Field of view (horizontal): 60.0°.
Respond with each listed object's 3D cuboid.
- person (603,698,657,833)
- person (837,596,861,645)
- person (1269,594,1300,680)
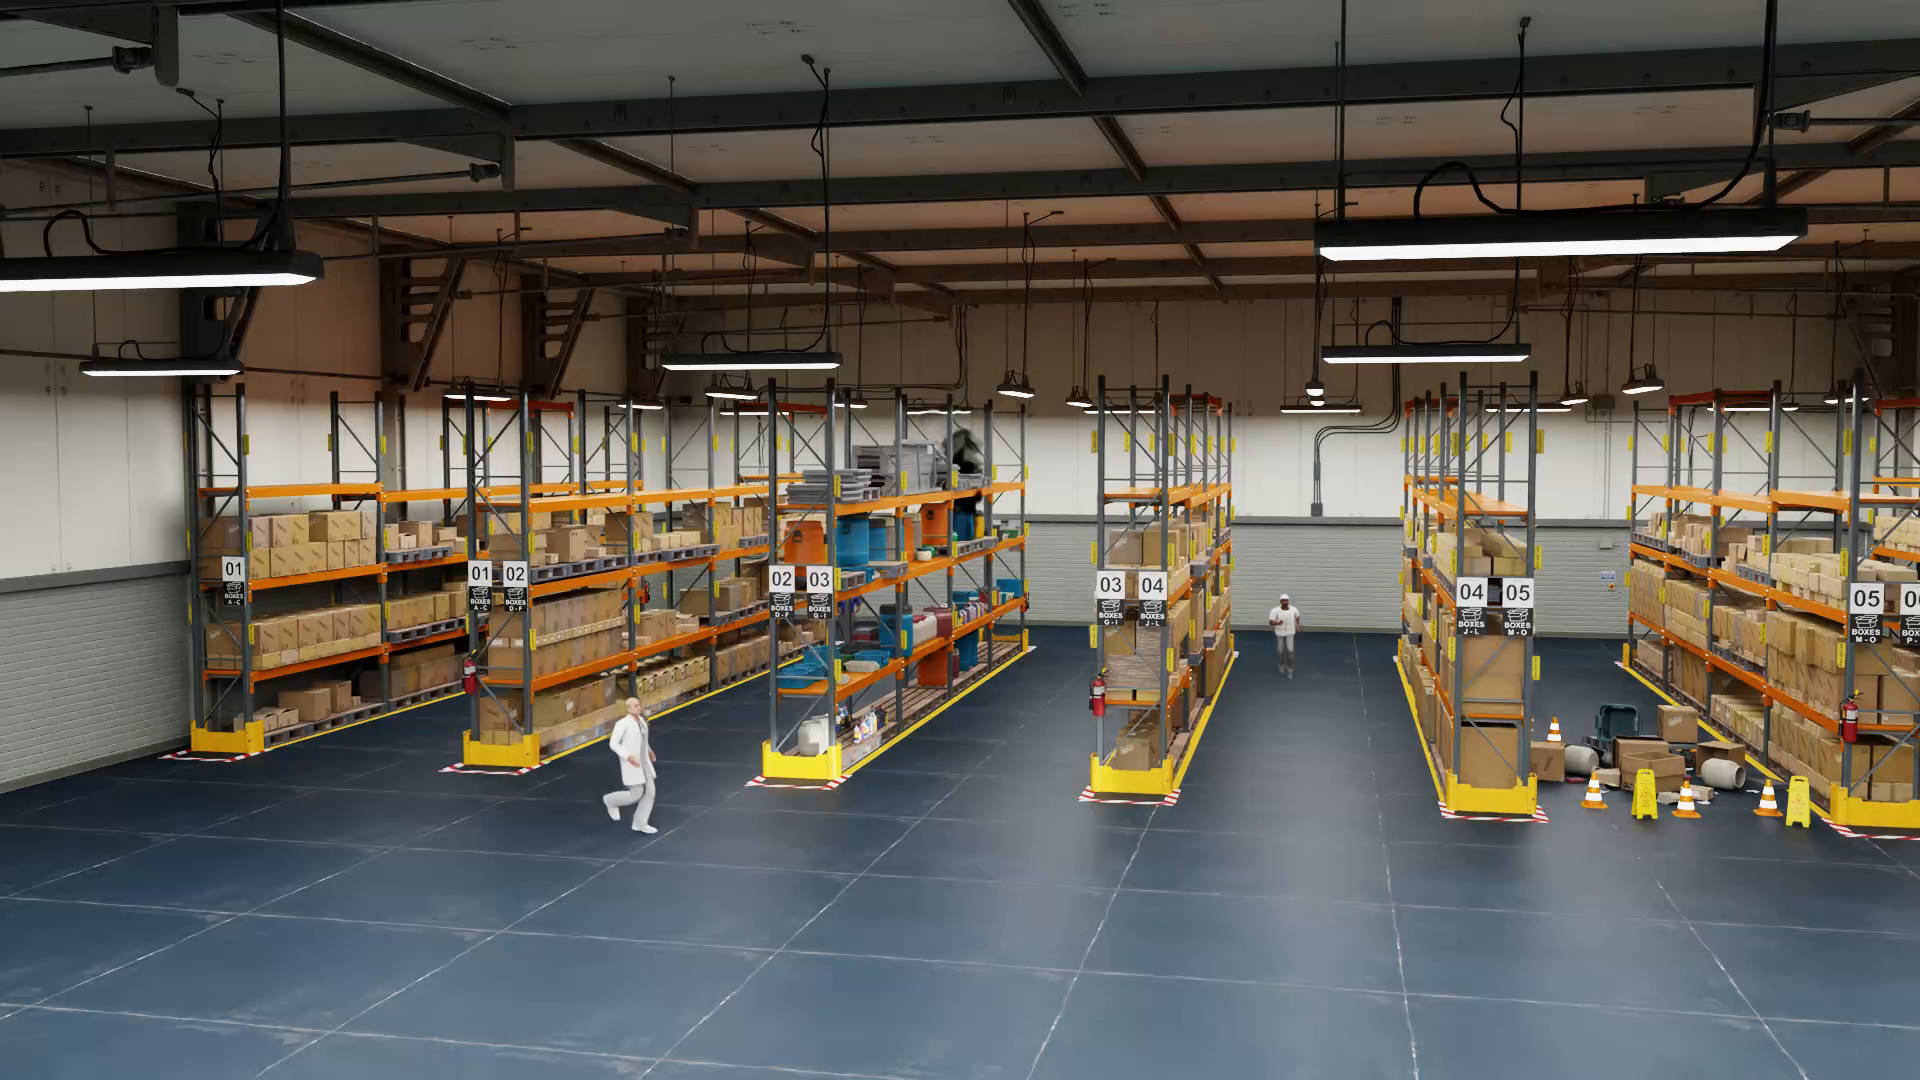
[{"bbox_3d":[-4.259,2.910,21.565,0.781,1.747,0.712,2,4,28],"label":"person"},{"bbox_3d":[-2.522,1.778,37.516,0.575,1.619,0.622,0,3,3],"label":"person"},{"bbox_3d":[6.989,2.066,35.799,0.674,1.828,0.796,0,3,8],"label":"person"}]
